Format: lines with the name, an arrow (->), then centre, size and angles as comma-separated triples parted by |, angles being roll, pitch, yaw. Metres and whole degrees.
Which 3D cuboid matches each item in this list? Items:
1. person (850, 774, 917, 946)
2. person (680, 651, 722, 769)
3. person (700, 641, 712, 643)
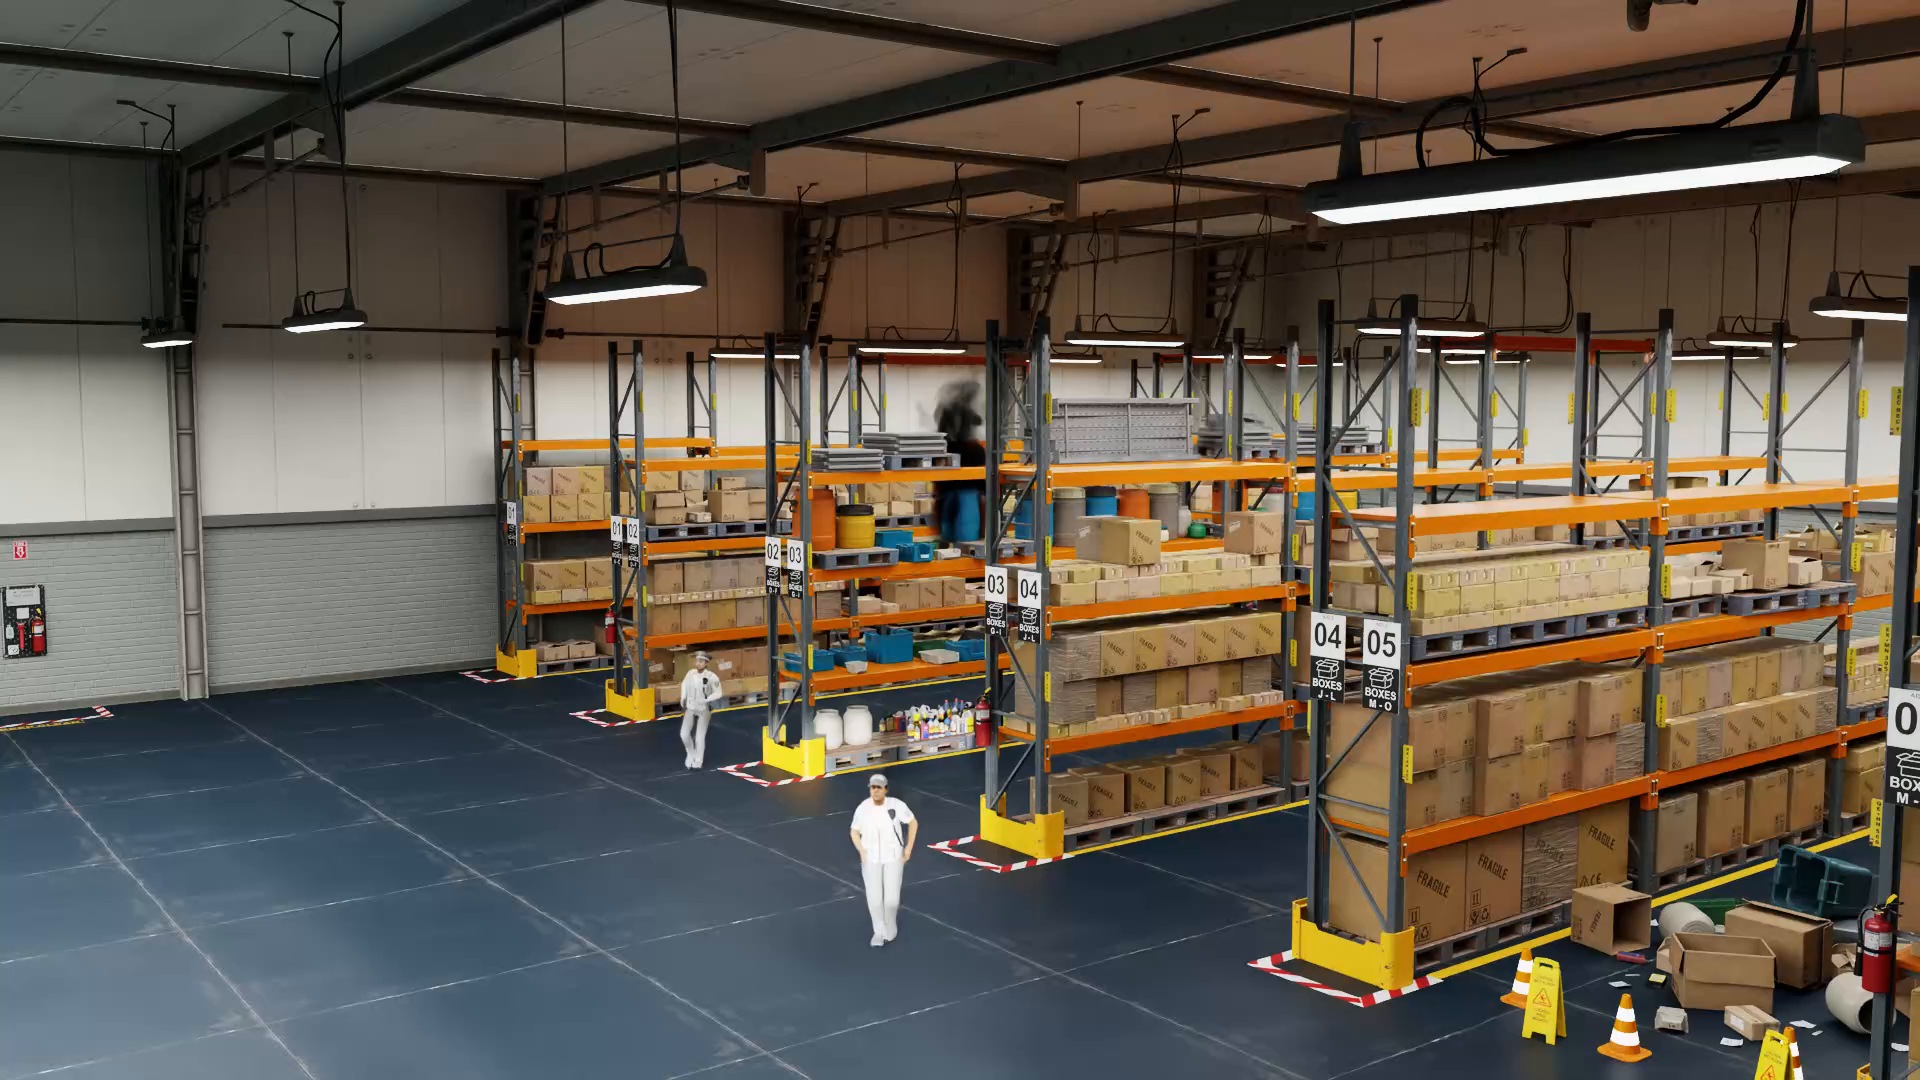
person -> -0.726, 3.003, 15.511 | 0.617, 1.617, 0.527 | 0, 5, 5
person -> -3.570, 2.330, 22.794 | 0.643, 1.658, 0.552 | 1, 5, 13
person -> -4.514, 1.690, 29.296 | 0.923, 1.829, 0.678 | -5, 7, -44
